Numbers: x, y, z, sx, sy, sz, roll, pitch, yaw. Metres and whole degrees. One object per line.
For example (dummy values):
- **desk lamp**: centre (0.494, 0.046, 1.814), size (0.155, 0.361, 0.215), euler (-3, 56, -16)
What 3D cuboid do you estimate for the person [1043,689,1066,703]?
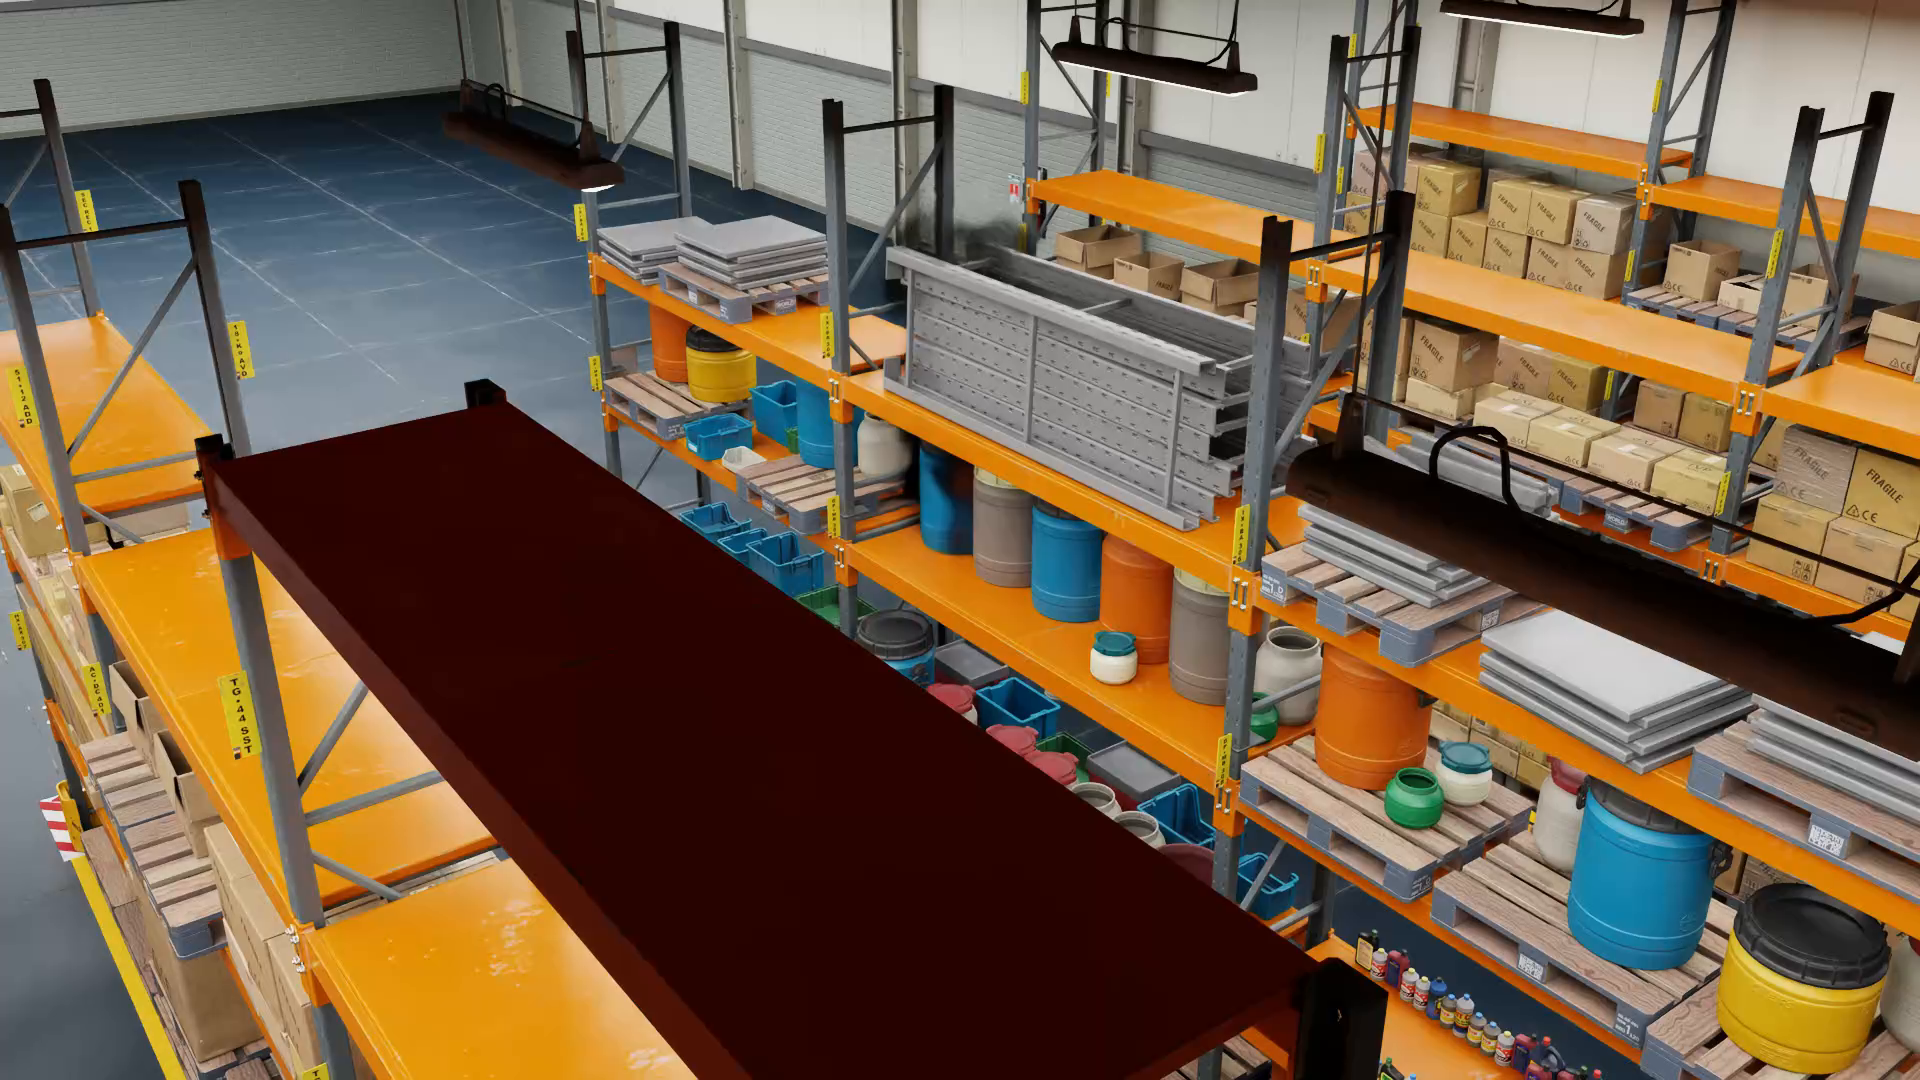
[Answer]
- **person**: centre (0.820, 0.631, 14.930), size (0.602, 1.724, 0.651), euler (19, 31, 35)
